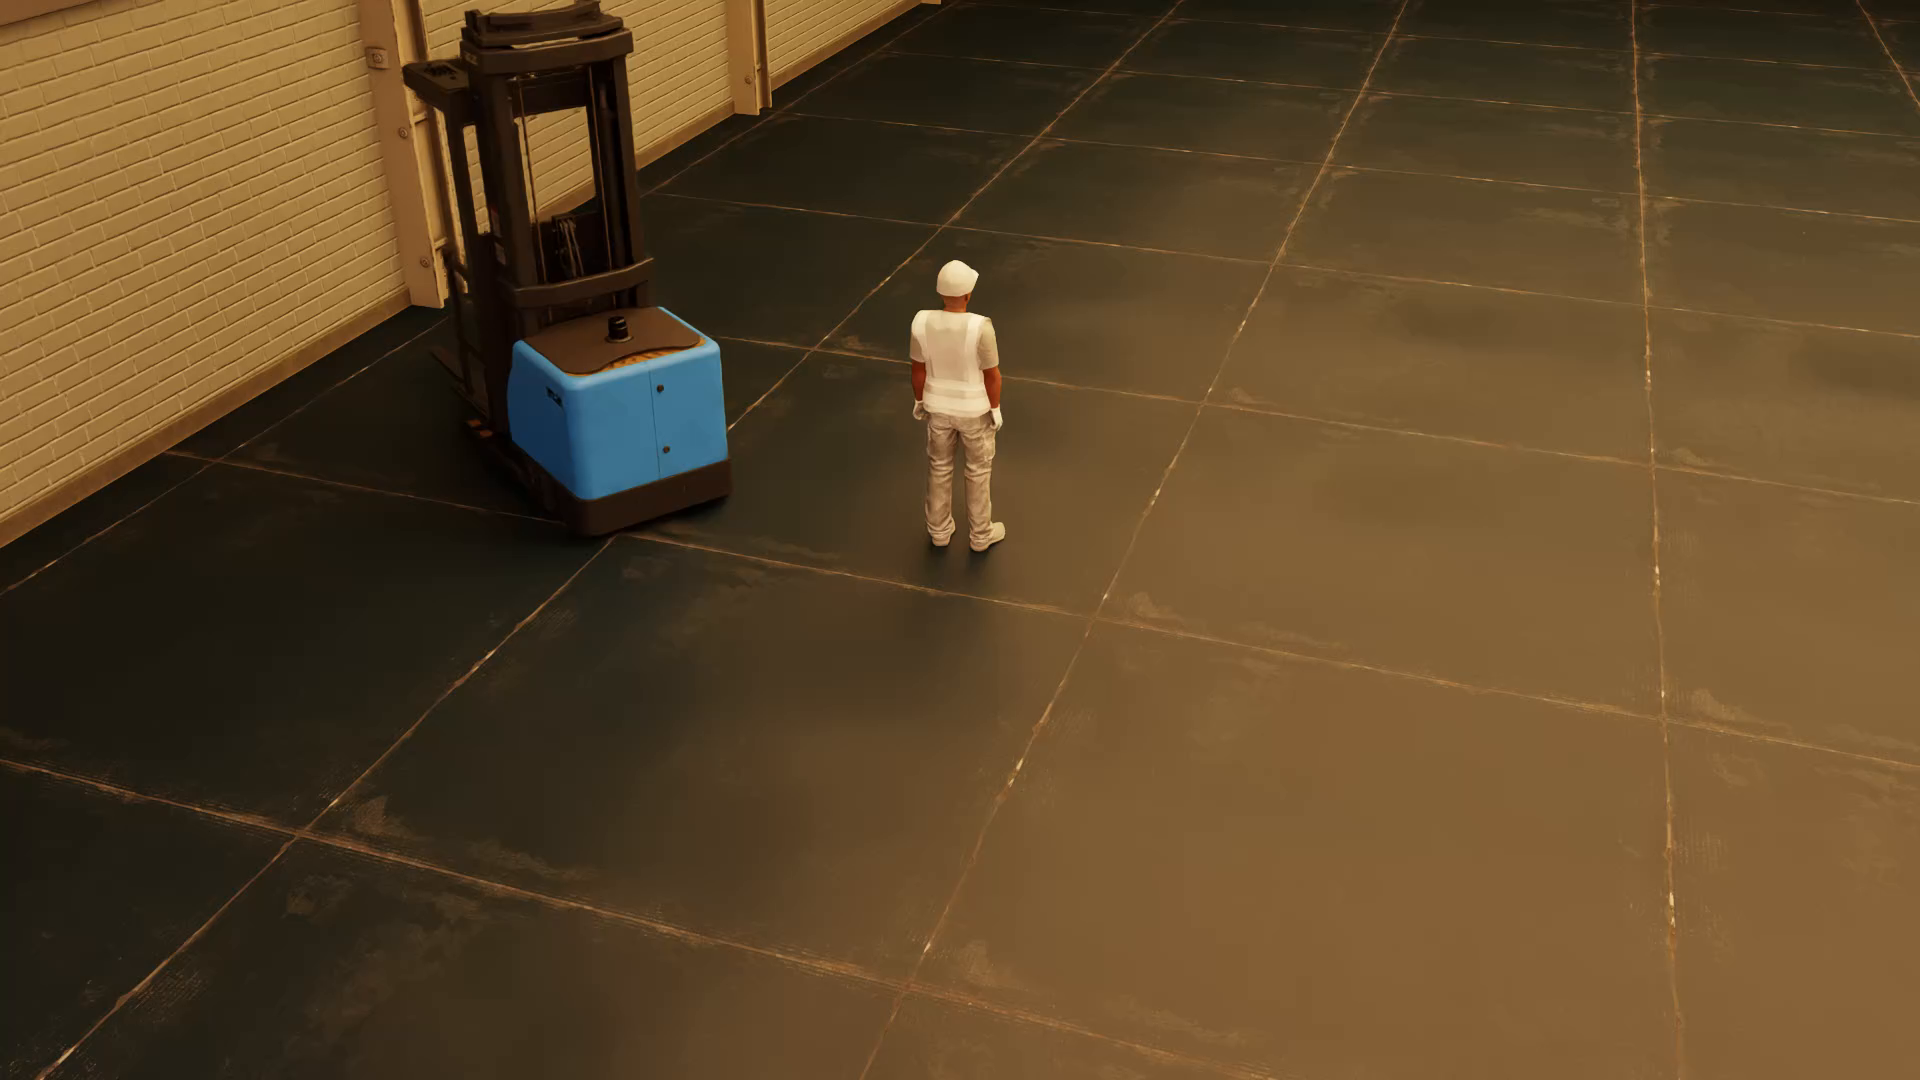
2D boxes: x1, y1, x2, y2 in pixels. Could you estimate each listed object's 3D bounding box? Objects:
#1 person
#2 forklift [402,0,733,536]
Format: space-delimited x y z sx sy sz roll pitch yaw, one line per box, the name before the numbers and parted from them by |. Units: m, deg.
person | -0.009 -0.779 9.661 0.542 1.789 0.382 10 31 16
forklift | -2.709 -1.972 10.595 1.130 2.935 3.031 -20 35 -31
